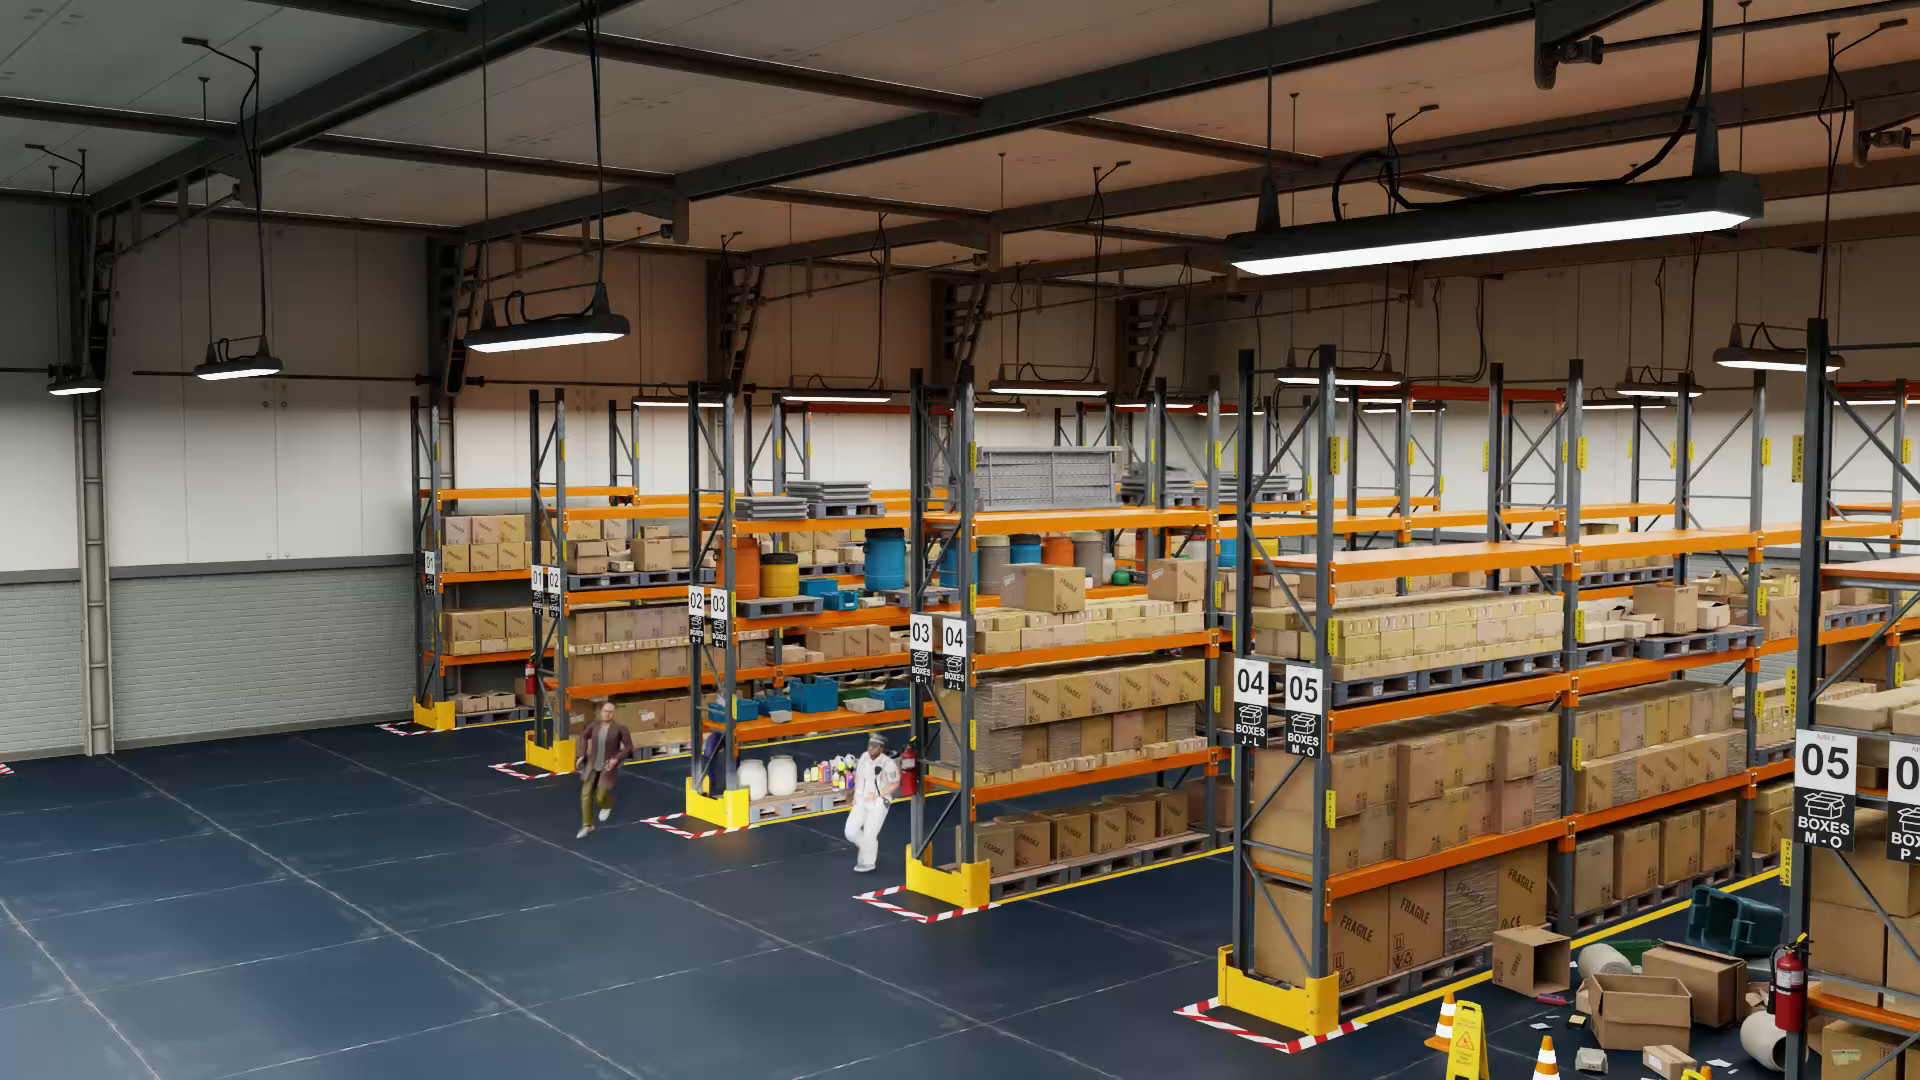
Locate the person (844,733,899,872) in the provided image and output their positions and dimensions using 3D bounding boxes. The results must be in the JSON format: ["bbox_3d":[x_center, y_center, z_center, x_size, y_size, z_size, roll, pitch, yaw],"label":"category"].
[{"bbox_3d":[-1.044,3.135,19.872,0.673,1.706,0.577,2,4,32],"label":"person"}]

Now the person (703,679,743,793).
[{"bbox_3d":[-3.469,2.899,24.573,0.581,1.712,0.770,3,5,44],"label":"person"}]

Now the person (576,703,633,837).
[{"bbox_3d":[-4.706,3.022,22.049,0.758,1.744,0.780,1,3,10],"label":"person"}]

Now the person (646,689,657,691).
[{"bbox_3d":[-5.389,2.672,29.322,0.536,1.542,0.544,3,4,39],"label":"person"}]
